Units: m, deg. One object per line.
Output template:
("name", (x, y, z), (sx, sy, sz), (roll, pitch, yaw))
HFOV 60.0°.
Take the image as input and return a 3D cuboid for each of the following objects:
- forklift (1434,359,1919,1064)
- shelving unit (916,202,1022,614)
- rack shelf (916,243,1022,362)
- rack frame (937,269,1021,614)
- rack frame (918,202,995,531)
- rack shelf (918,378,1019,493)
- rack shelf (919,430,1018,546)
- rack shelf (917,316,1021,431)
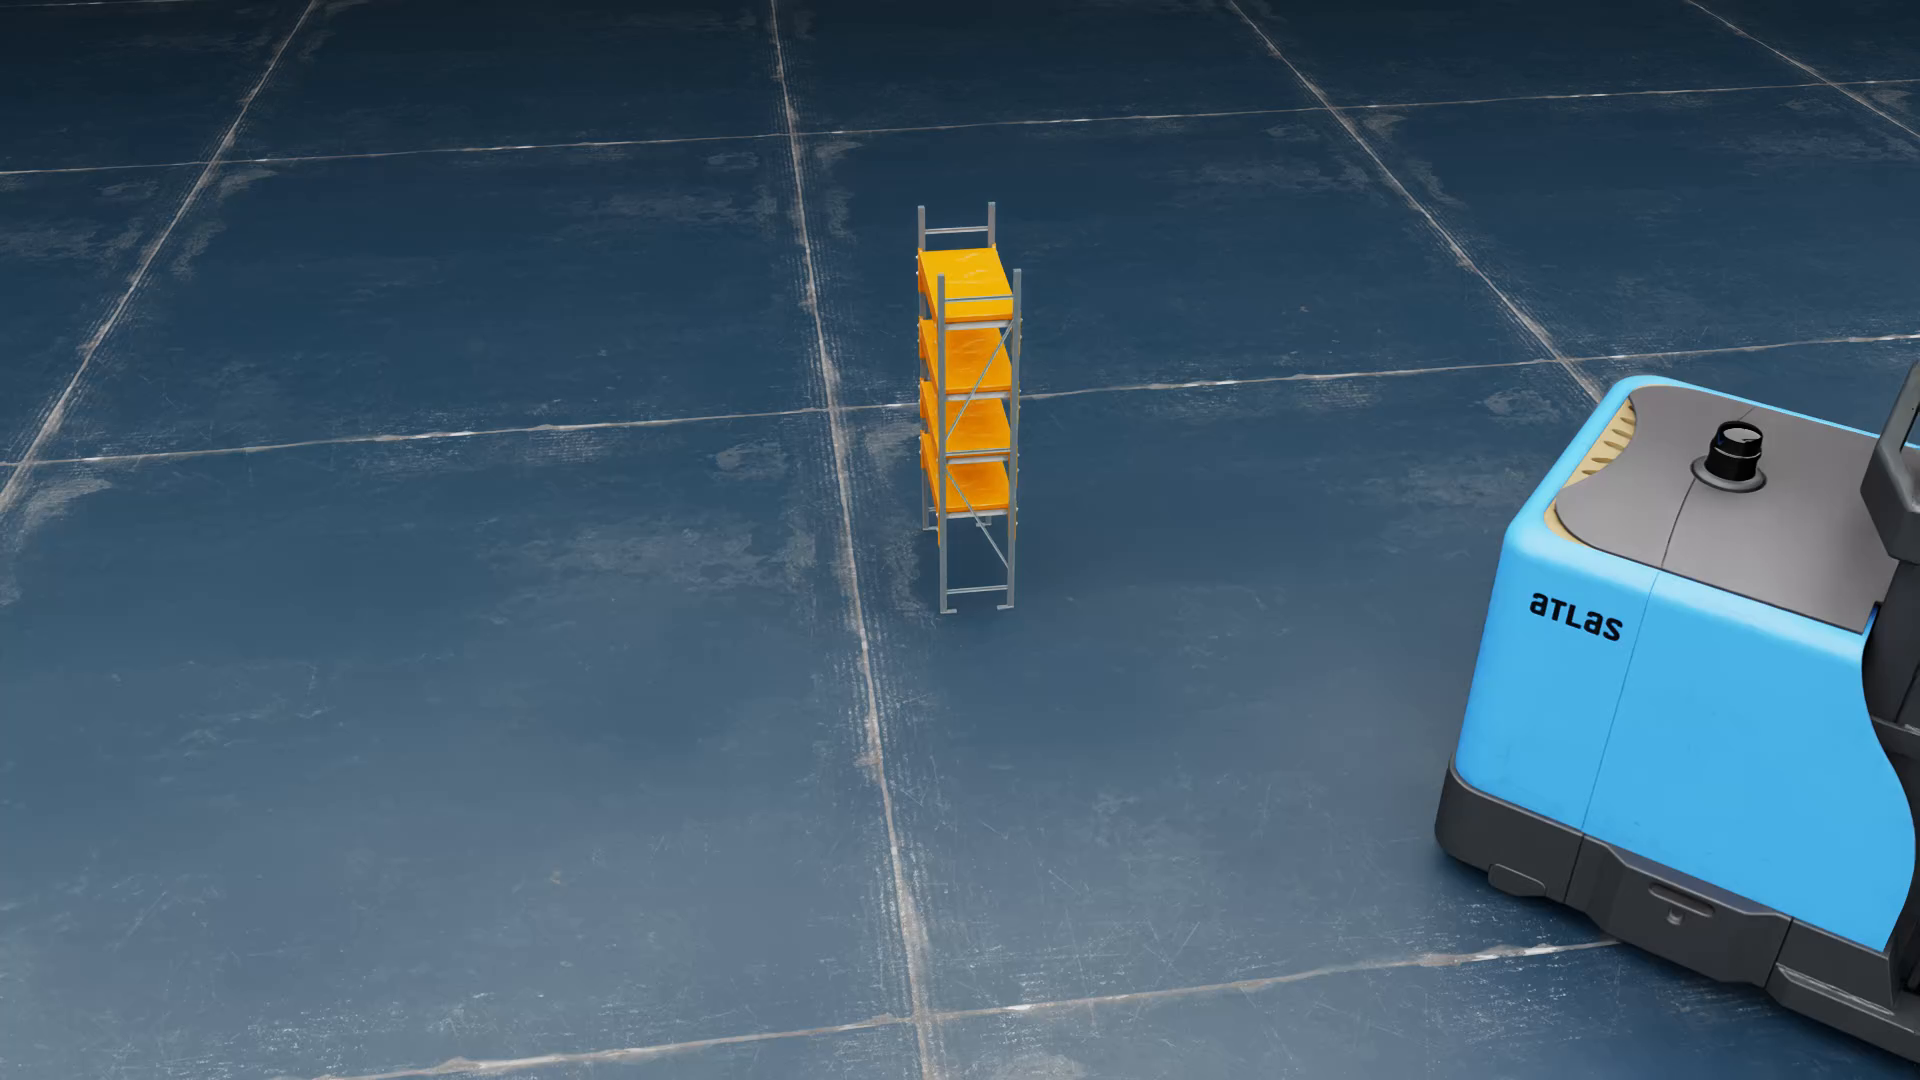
("forklift", (2.777, -0.101, 3.295), (3.031, 2.935, 1.130), (21, 40, 28))
("shelving unit", (0.022, -0.403, 5.277), (0.258, 1.200, 0.503), (-4, 35, -6))
("rack shelf", (0.022, -0.728, 5.055), (0.258, 0.148, 0.480), (-4, 35, -6))
("rack frame", (0.055, -0.267, 5.077), (0.240, 1.200, 0.015), (-4, 35, -6))
("rack frame", (-0.011, -0.540, 5.476), (0.240, 1.200, 0.015), (-4, 35, -6))
("rack shelf", (0.022, -0.348, 5.314), (0.258, 0.148, 0.480), (-4, 35, -6))
("rack shelf", (0.022, -0.184, 5.426), (0.258, 0.148, 0.480), (-4, 35, -6))
("rack shelf", (0.022, -0.533, 5.188), (0.258, 0.148, 0.480), (-4, 35, -6))
